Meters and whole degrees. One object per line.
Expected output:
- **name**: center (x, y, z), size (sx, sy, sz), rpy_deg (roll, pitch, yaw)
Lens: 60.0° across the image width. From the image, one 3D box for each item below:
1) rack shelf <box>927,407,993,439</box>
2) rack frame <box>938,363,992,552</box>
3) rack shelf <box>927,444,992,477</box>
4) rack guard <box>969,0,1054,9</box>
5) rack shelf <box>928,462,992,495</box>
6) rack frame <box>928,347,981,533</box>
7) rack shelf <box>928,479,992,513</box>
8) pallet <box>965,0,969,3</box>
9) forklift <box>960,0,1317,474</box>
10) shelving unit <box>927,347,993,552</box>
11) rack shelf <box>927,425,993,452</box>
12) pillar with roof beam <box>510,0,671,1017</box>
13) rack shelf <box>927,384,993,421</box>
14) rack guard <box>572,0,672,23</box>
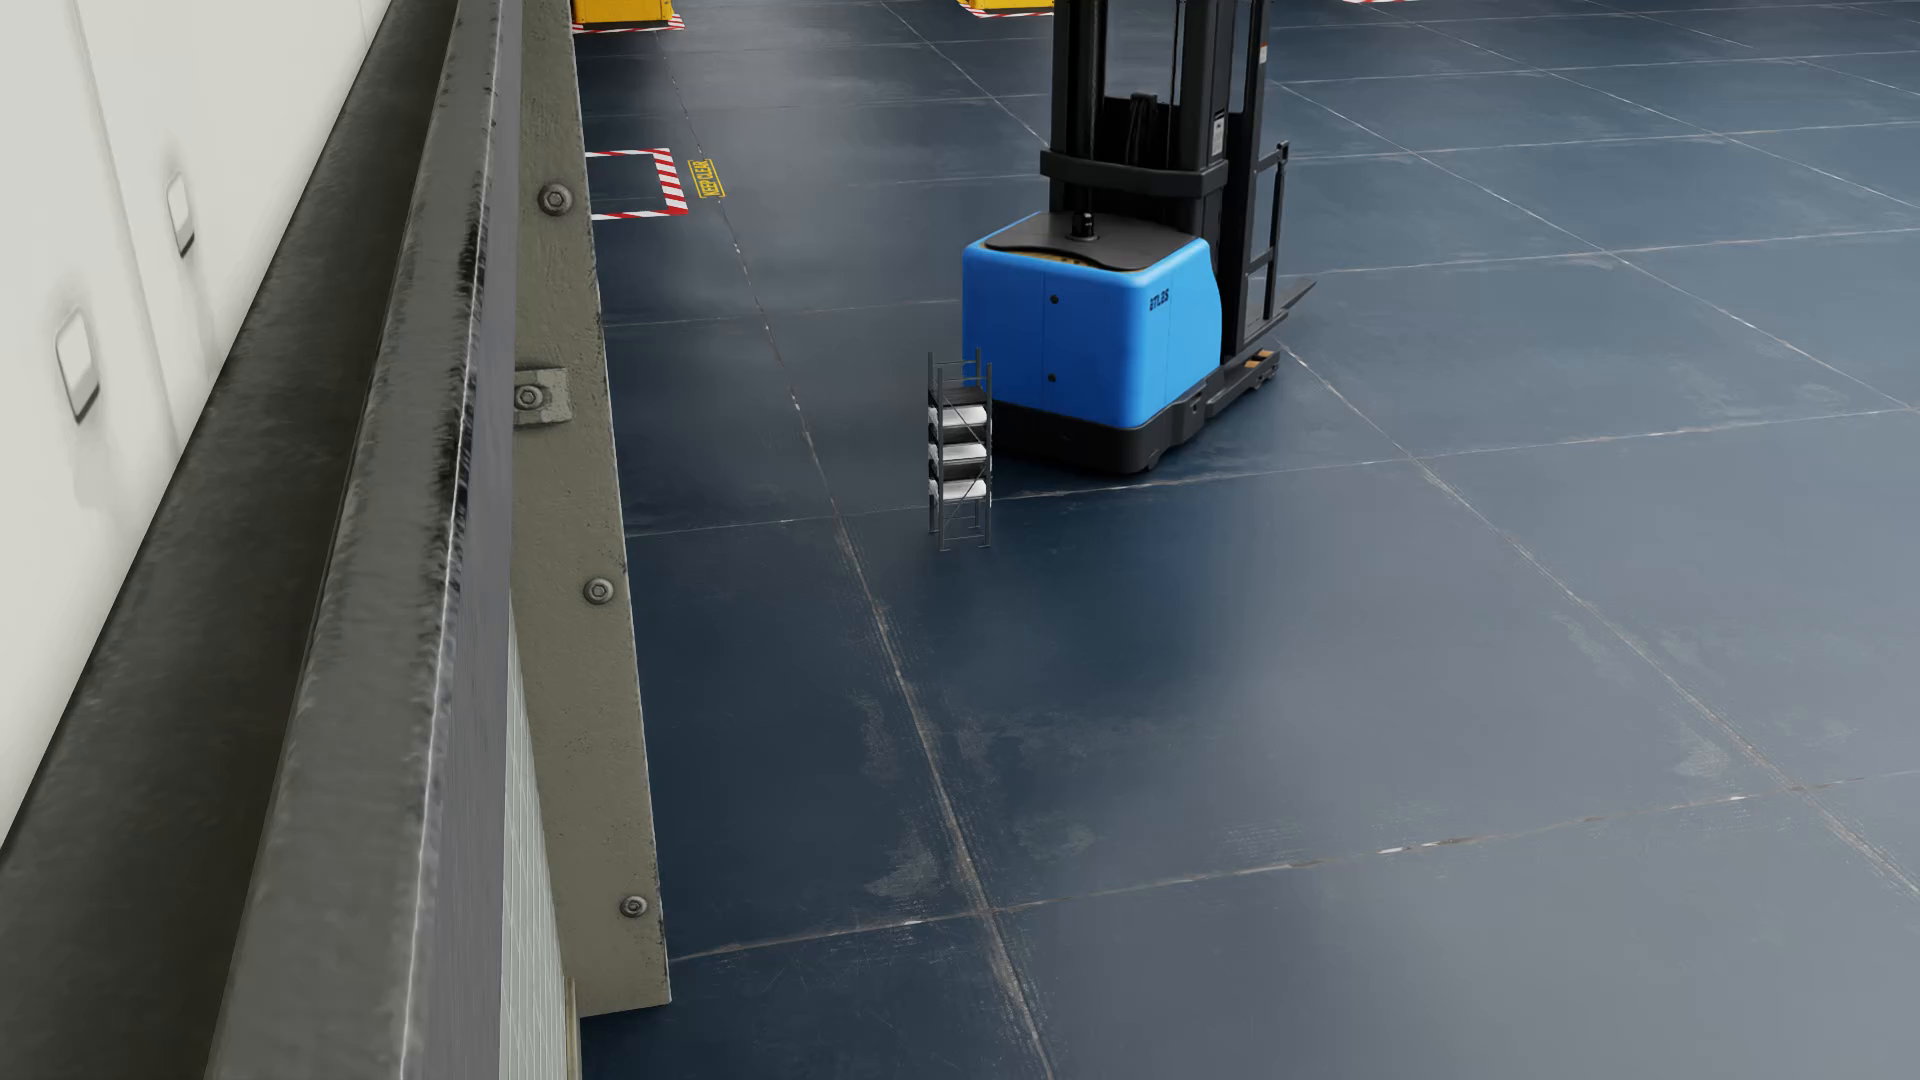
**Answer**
- **rack shelf**: center (-0.002, -0.536, 7.488), size (0.258, 0.077, 0.200), rpy_deg (-6, 27, -12)
- **rack frame**: center (0.021, -0.361, 7.466), size (0.240, 0.900, 0.006), rpy_deg (-6, 27, -12)
- **rack shelf**: center (-0.002, -0.376, 7.569), size (0.258, 0.077, 0.200), rpy_deg (-6, 27, -12)
- **rack guard**: center (0.713, -7.081, 21.224), size (1.175, 0.500, 0.348), rpy_deg (-6, 27, -12)
- **rack shelf**: center (-0.002, -0.295, 7.610), size (0.258, 0.077, 0.200), rpy_deg (-6, 27, -12)
- **rack frame**: center (-0.025, -0.450, 7.643), size (0.240, 0.900, 0.006), rpy_deg (-6, 27, -12)
- **rack shelf**: center (-0.002, -0.215, 7.650), size (0.258, 0.077, 0.200), rpy_deg (-6, 27, -12)
- **pallet**: center (0.495, -7.294, 21.966), size (1.003, 0.211, 1.213), rpy_deg (-6, 27, -12)
- **forklift**: center (1.189, -2.259, 8.974), size (1.130, 2.935, 3.031), rpy_deg (15, 31, 28)
- **shelving unit**: center (-0.002, -0.405, 7.554), size (0.258, 0.900, 0.210), rpy_deg (-6, 27, -12)
- **rack shelf**: center (-0.002, -0.456, 7.529), size (0.258, 0.077, 0.200), rpy_deg (-6, 27, -12)
- **pillar with roof beam**: center (3.132, -3.135, 3.975), size (9.100, 9.000, 0.400), rpy_deg (-6, 27, -12)
- **rack shelf**: center (-0.002, -0.617, 7.448), size (0.258, 0.077, 0.200), rpy_deg (-6, 27, -12)
- **rack guard**: center (-4.135, -6.620, 20.311), size (1.175, 0.500, 0.348), rpy_deg (-6, 27, -12)
